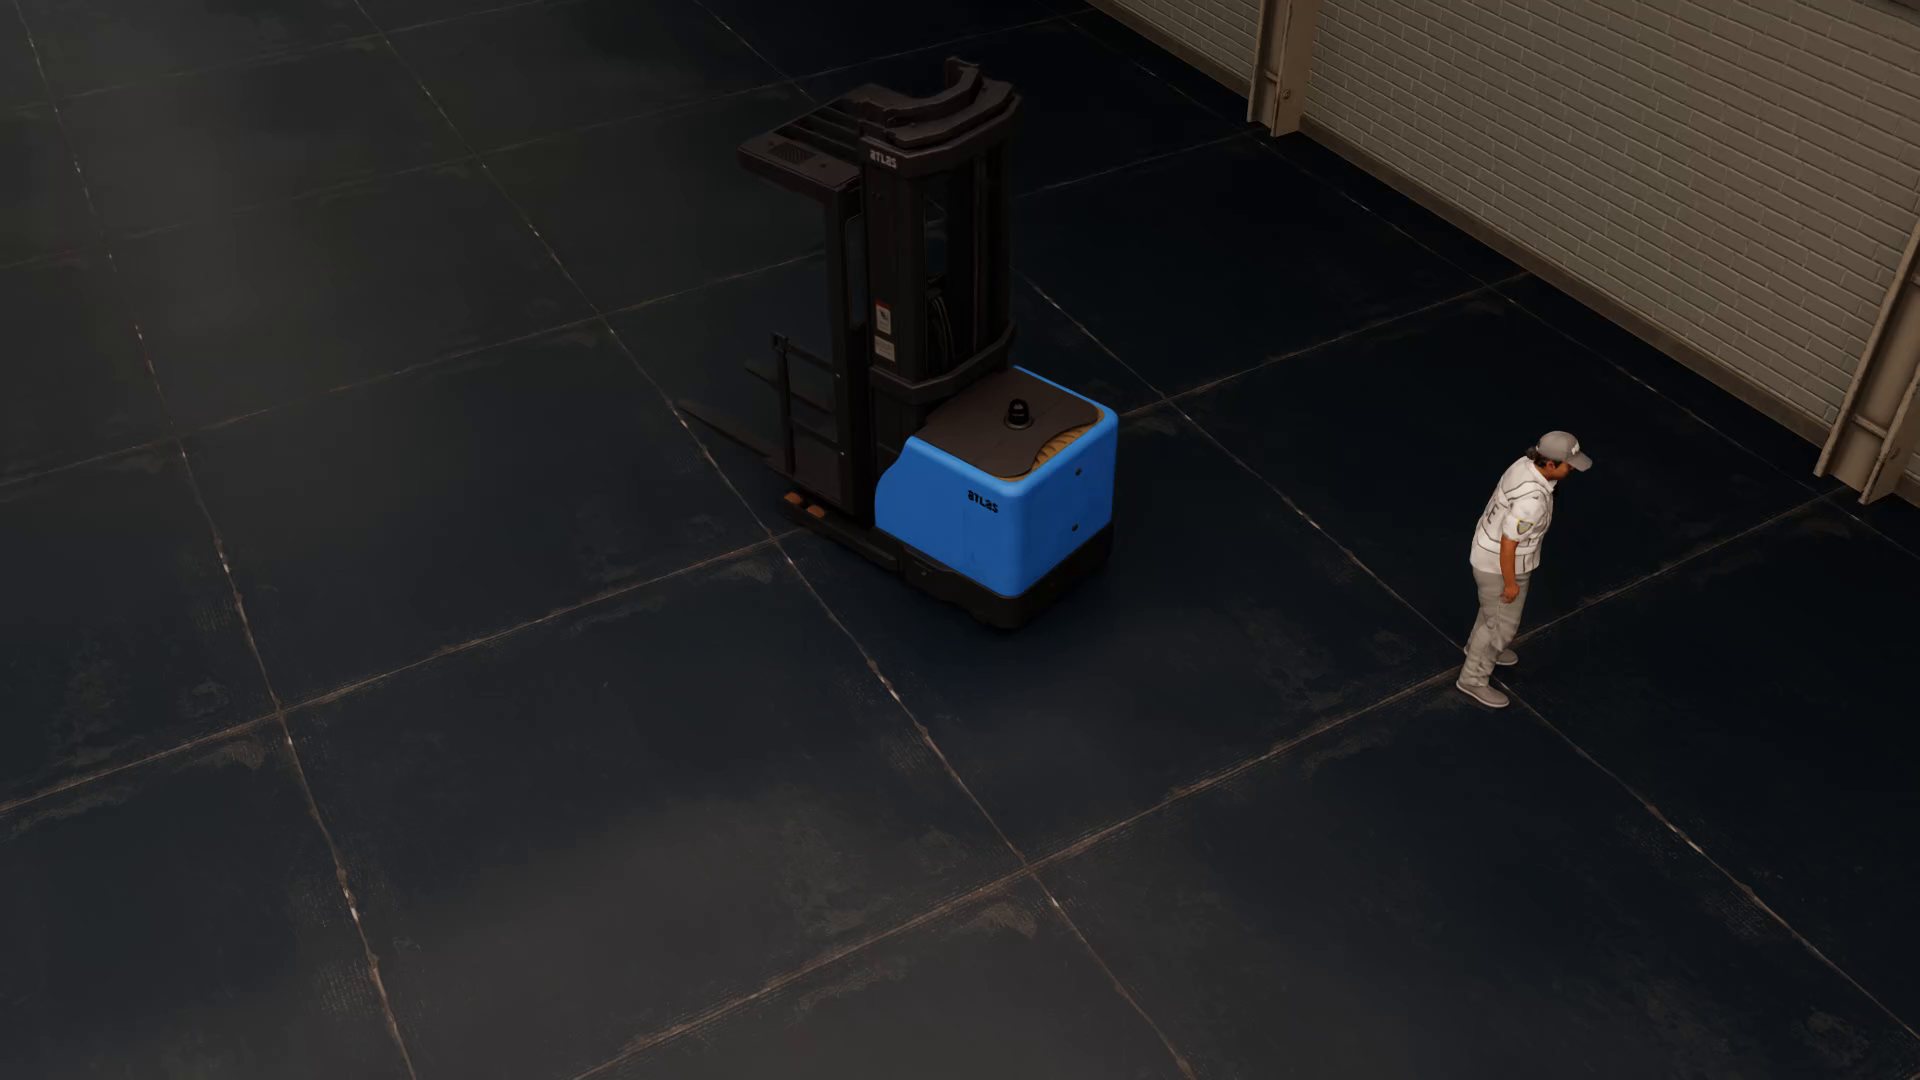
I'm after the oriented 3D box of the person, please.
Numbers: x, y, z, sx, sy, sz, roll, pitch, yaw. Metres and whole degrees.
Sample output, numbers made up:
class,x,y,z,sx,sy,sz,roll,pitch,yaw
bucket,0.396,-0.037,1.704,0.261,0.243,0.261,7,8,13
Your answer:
class,x,y,z,sx,sy,sz,roll,pitch,yaw
person,2.968,0.112,8.895,0.469,1.665,0.544,14,42,16

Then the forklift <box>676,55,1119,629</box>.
class,x,y,z,sx,sy,sz,roll,pitch,yaw
forklift,-0.523,-1.409,9.735,3.031,2.935,1.130,28,47,30
